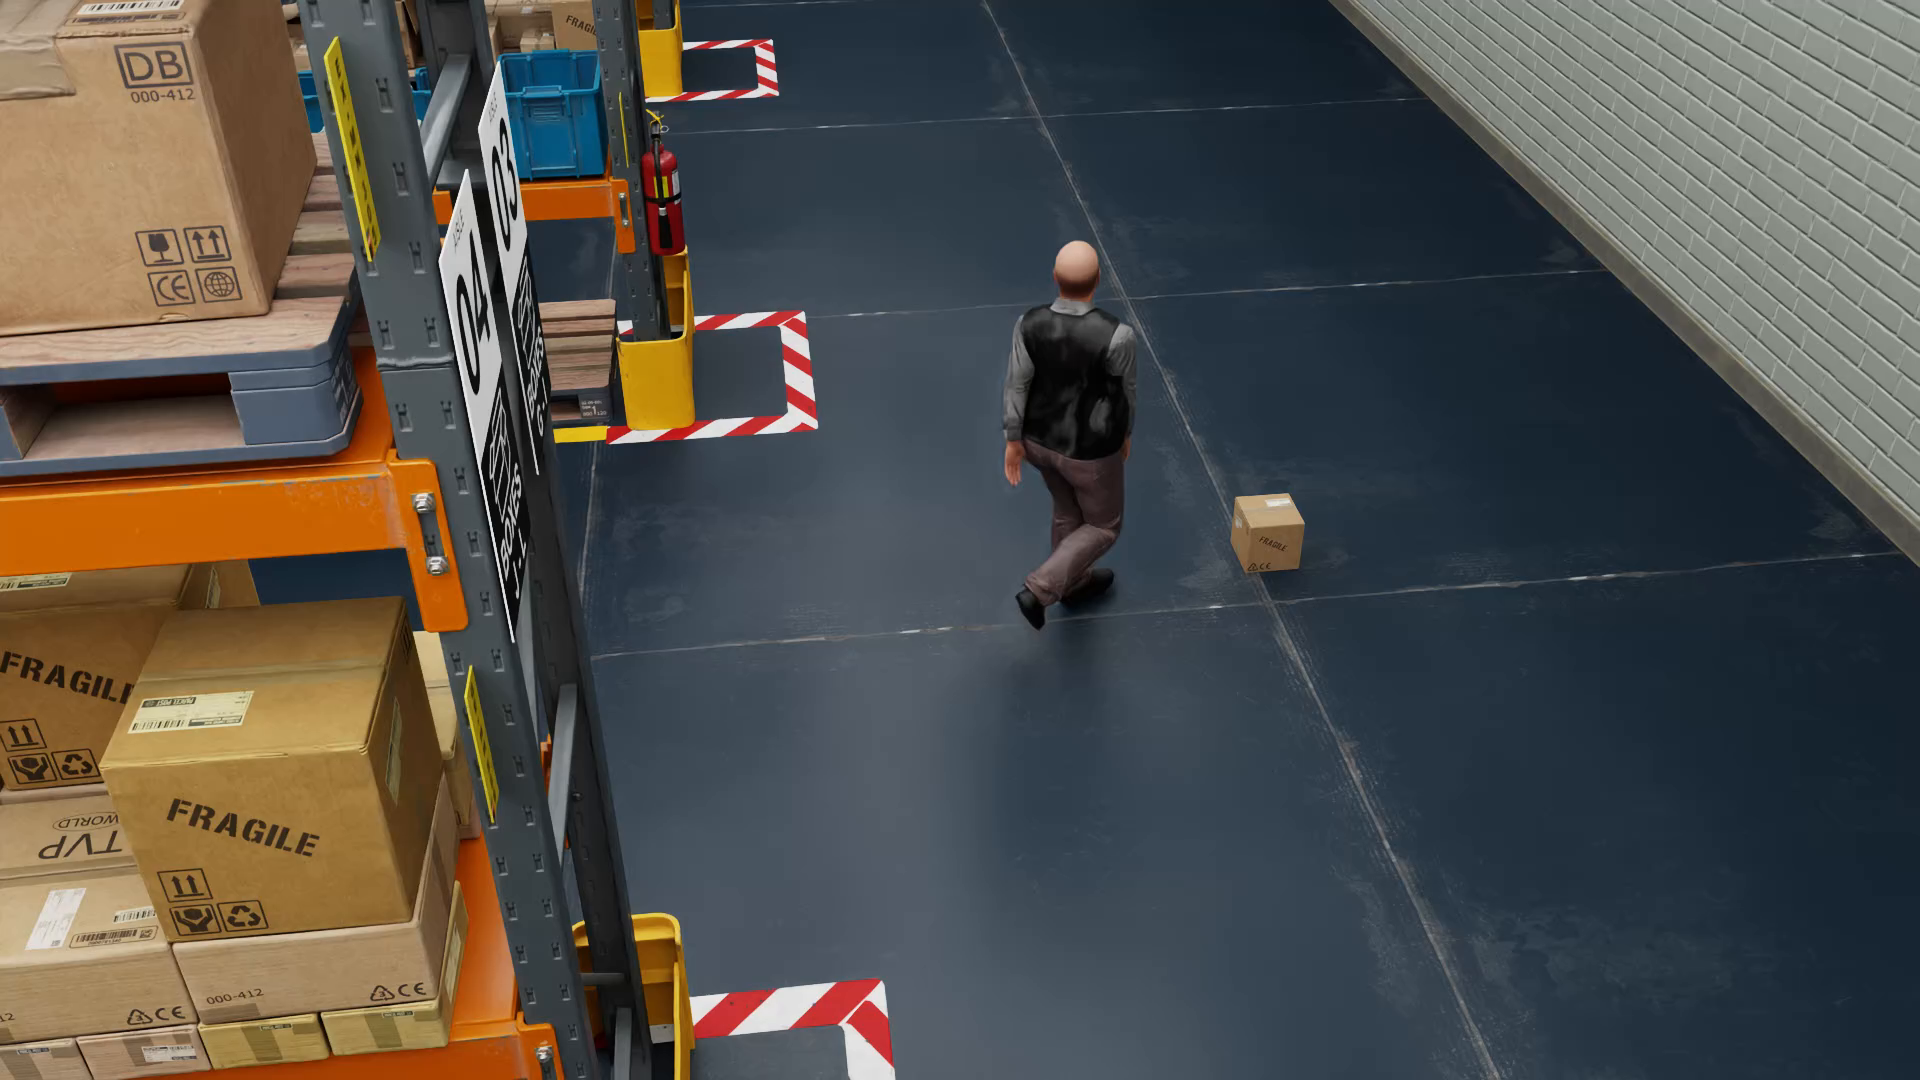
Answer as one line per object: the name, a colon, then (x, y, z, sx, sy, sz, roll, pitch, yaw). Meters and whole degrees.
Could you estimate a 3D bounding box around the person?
person: (0.420, -0.379, 6.709, 0.495, 1.704, 0.737, 24, 41, 30)
